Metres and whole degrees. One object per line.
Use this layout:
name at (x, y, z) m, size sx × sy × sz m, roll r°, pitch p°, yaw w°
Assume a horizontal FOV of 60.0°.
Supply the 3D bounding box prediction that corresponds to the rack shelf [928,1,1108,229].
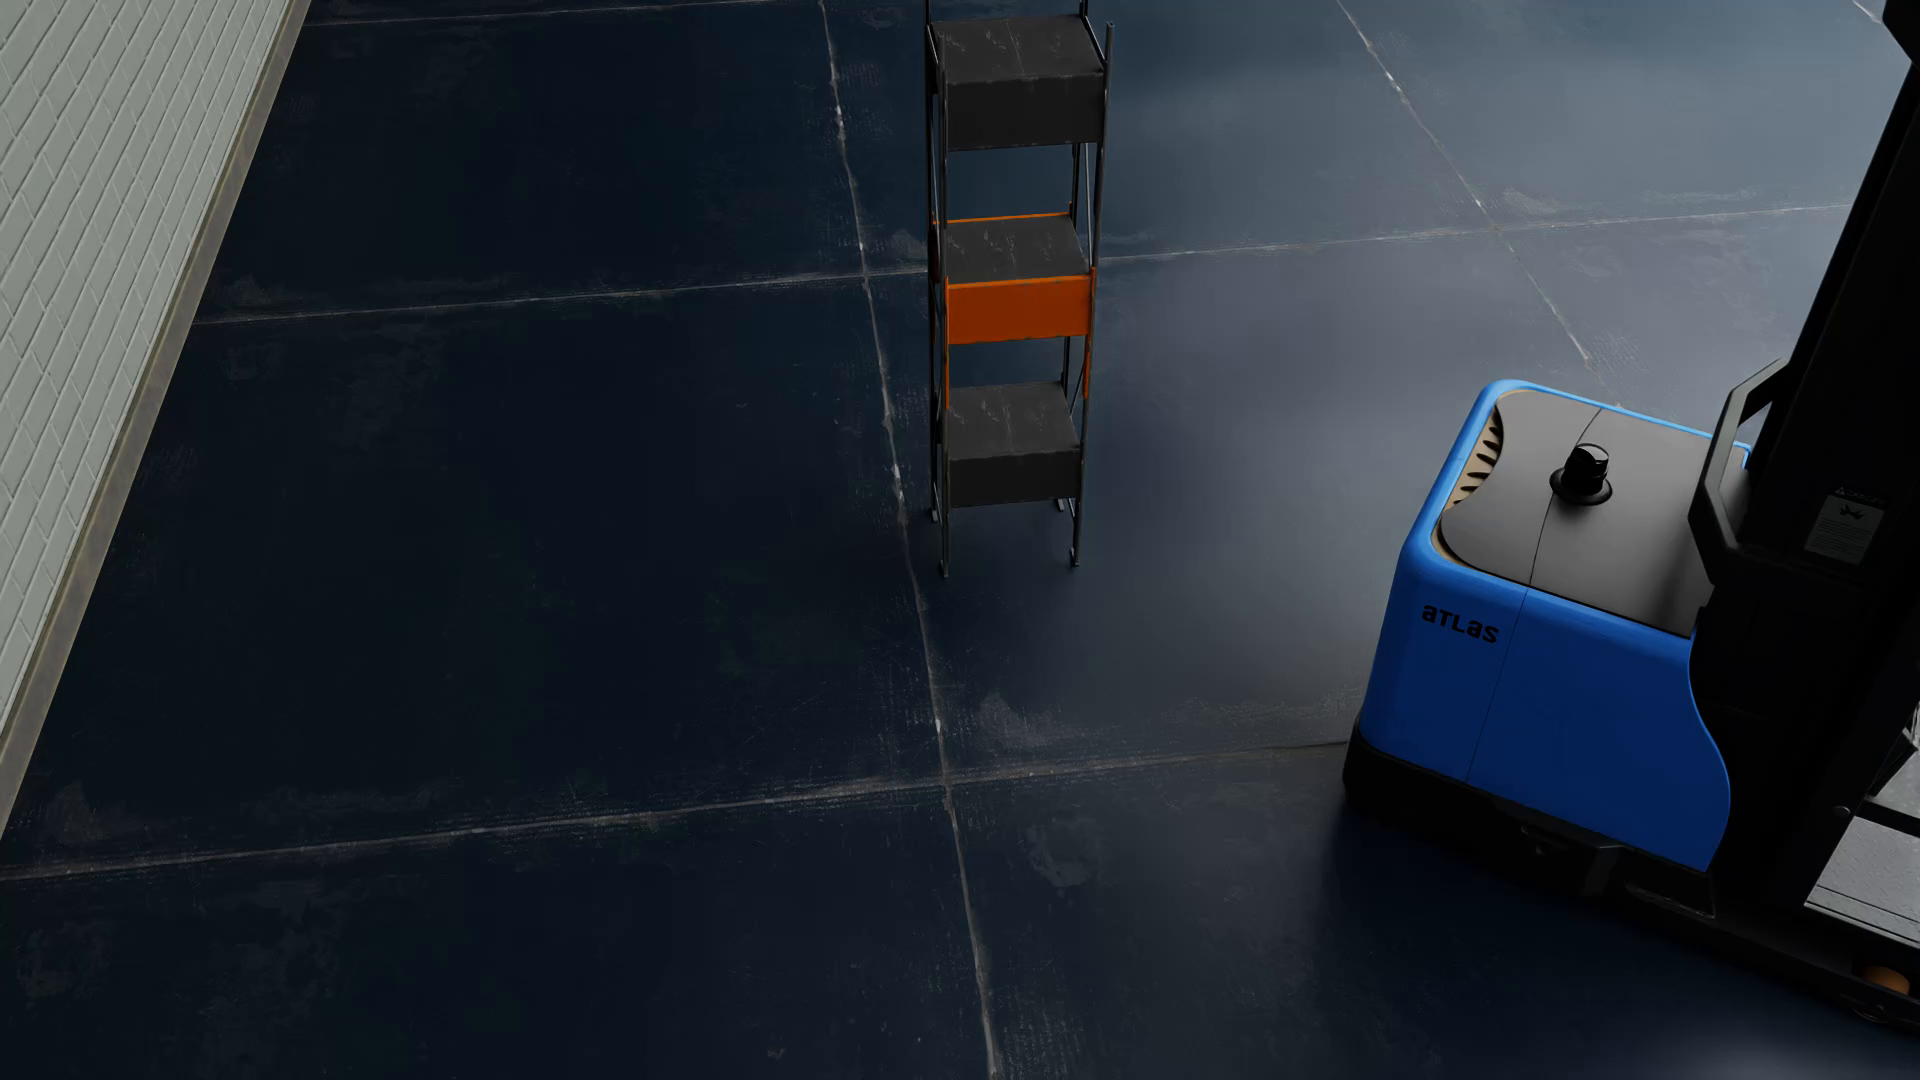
rack shelf at (0.164, -1.304, 5.103) m, size 0.480 × 0.518 × 0.431 m, roll -5°, pitch 42°, yaw -6°

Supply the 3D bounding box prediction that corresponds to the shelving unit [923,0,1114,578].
shelving unit at (0.164, -0.794, 5.563) m, size 0.503 × 2.100 × 0.431 m, roll -5°, pitch 42°, yaw -6°

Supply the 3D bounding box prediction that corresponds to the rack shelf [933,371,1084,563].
rack shelf at (0.164, -0.264, 6.041) m, size 0.480 × 0.518 × 0.431 m, roll -5°, pitch 42°, yaw -6°

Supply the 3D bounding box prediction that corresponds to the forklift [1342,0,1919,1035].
forklift at (2.763, -0.067, 4.136) m, size 3.031 × 2.935 × 1.130 m, roll 20°, pitch 46°, yaw 21°

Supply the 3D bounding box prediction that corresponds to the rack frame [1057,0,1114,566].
rack frame at (0.406, -0.815, 5.586) m, size 0.015 × 2.100 × 0.400 m, roll -5°, pitch 42°, yaw -6°

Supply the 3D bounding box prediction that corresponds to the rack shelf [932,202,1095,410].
rack shelf at (0.164, -0.784, 5.572) m, size 0.480 × 0.518 × 0.431 m, roll -5°, pitch 42°, yaw -6°

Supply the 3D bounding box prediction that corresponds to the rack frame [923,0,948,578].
rack frame at (-0.078, -0.773, 5.539) m, size 0.015 × 2.100 × 0.400 m, roll -5°, pitch 42°, yaw -6°
